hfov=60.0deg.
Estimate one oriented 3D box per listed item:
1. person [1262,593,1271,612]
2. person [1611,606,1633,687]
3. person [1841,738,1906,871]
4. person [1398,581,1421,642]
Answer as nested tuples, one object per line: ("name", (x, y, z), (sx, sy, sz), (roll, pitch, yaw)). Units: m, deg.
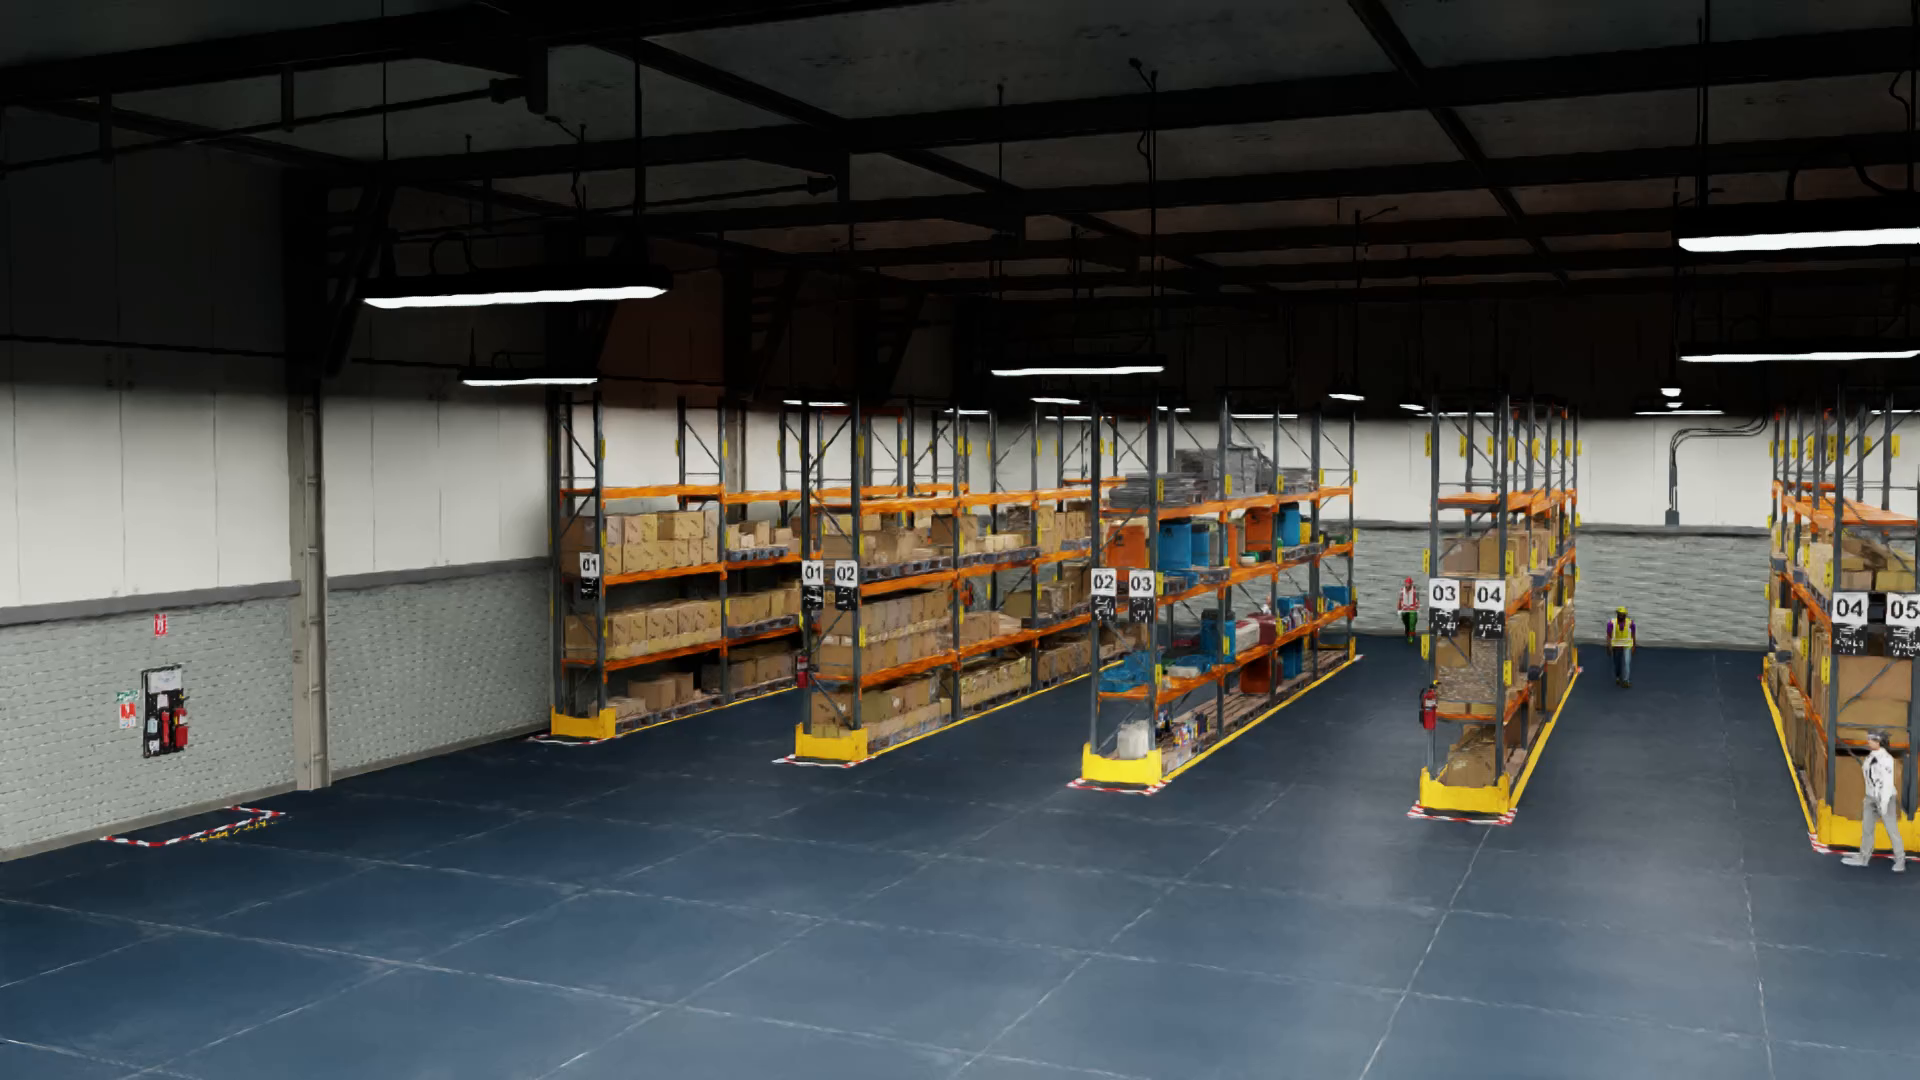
("person", (7.101, 2.030, 37.673), (0.854, 1.664, 0.635), (-3, 4, -45))
("person", (13.912, 2.216, 34.951), (0.433, 1.691, 1.114), (2, 3, 26))
("person", (10.917, 3.080, 19.799), (0.602, 1.642, 0.578), (0, 3, 4))
("person", (11.467, 1.785, 42.474), (0.553, 1.617, 0.936), (1, 3, 25))
